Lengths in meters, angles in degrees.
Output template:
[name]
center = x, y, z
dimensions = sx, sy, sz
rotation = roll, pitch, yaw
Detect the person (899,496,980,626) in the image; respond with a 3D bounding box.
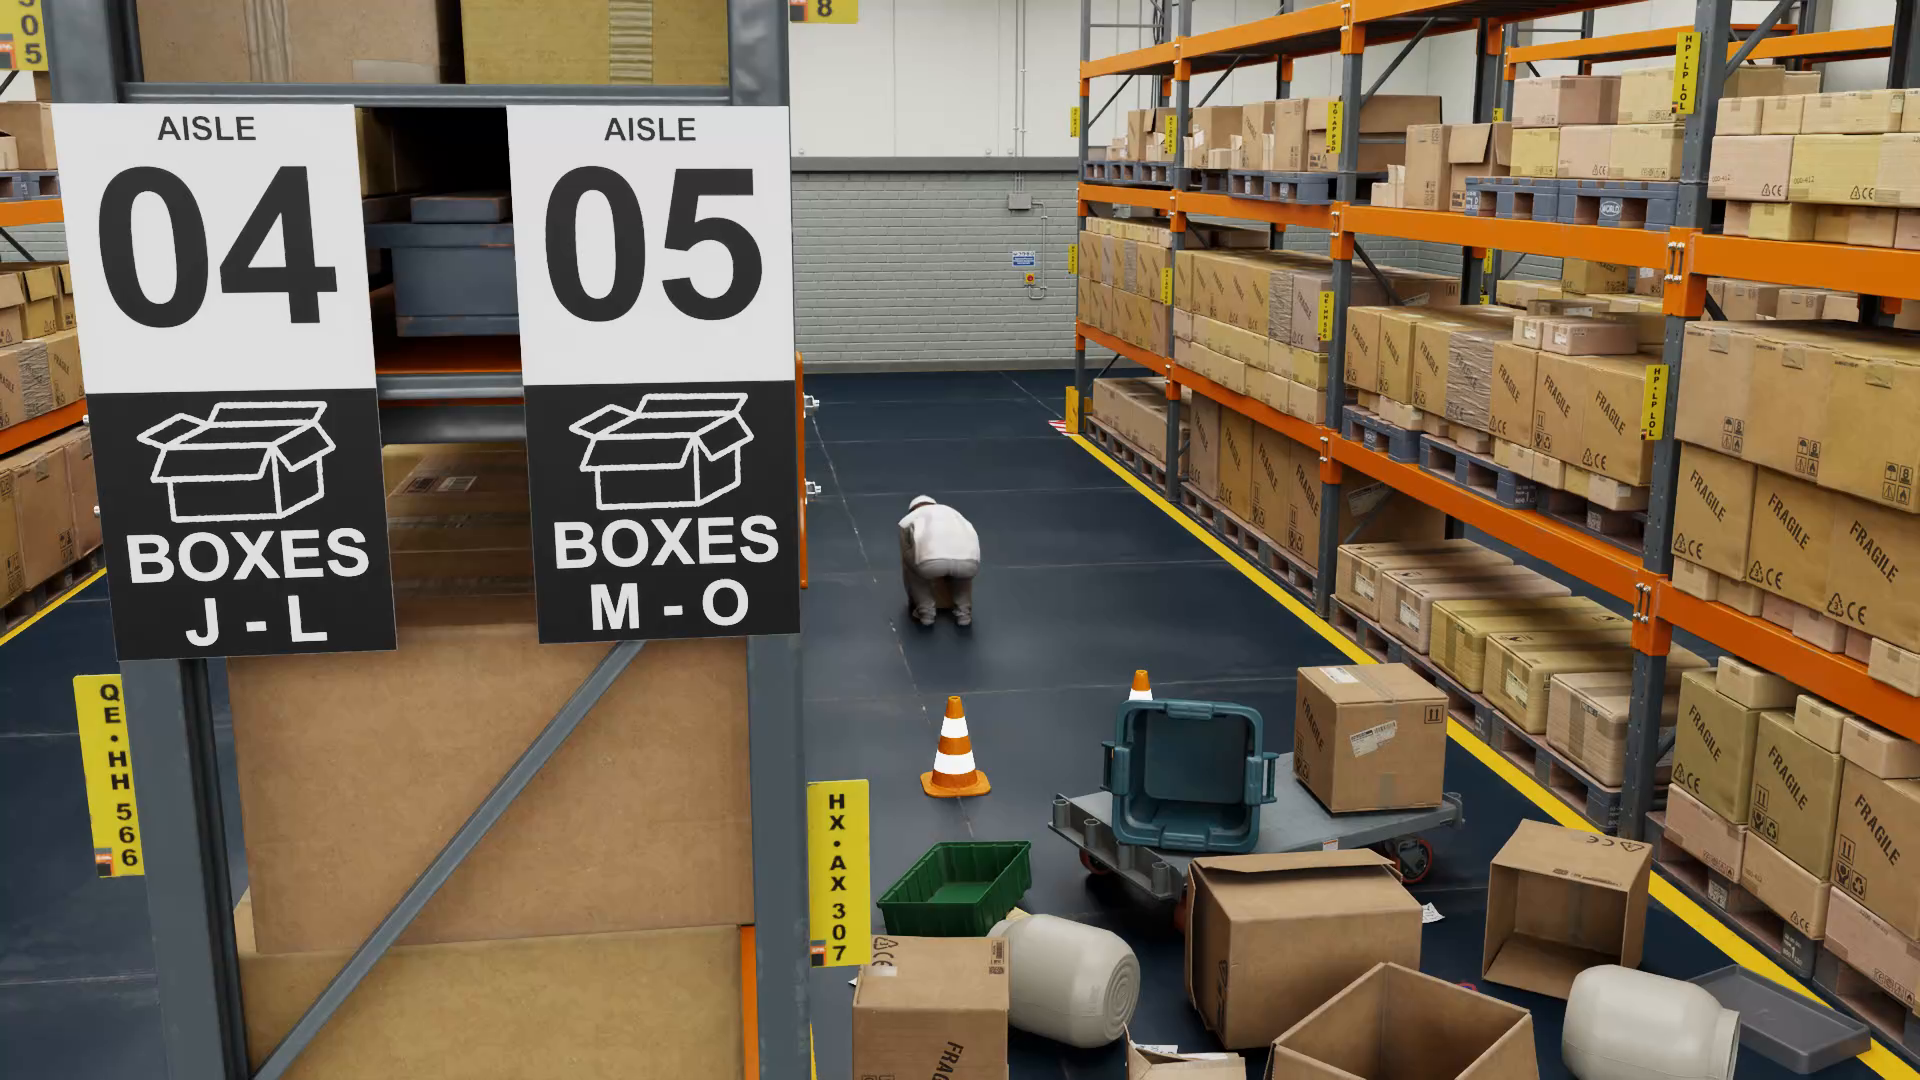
[person]
center = -0.156, 0.156, 11.527
dimensions = 0.506, 0.791, 0.983
rotation = -2, 13, -10
